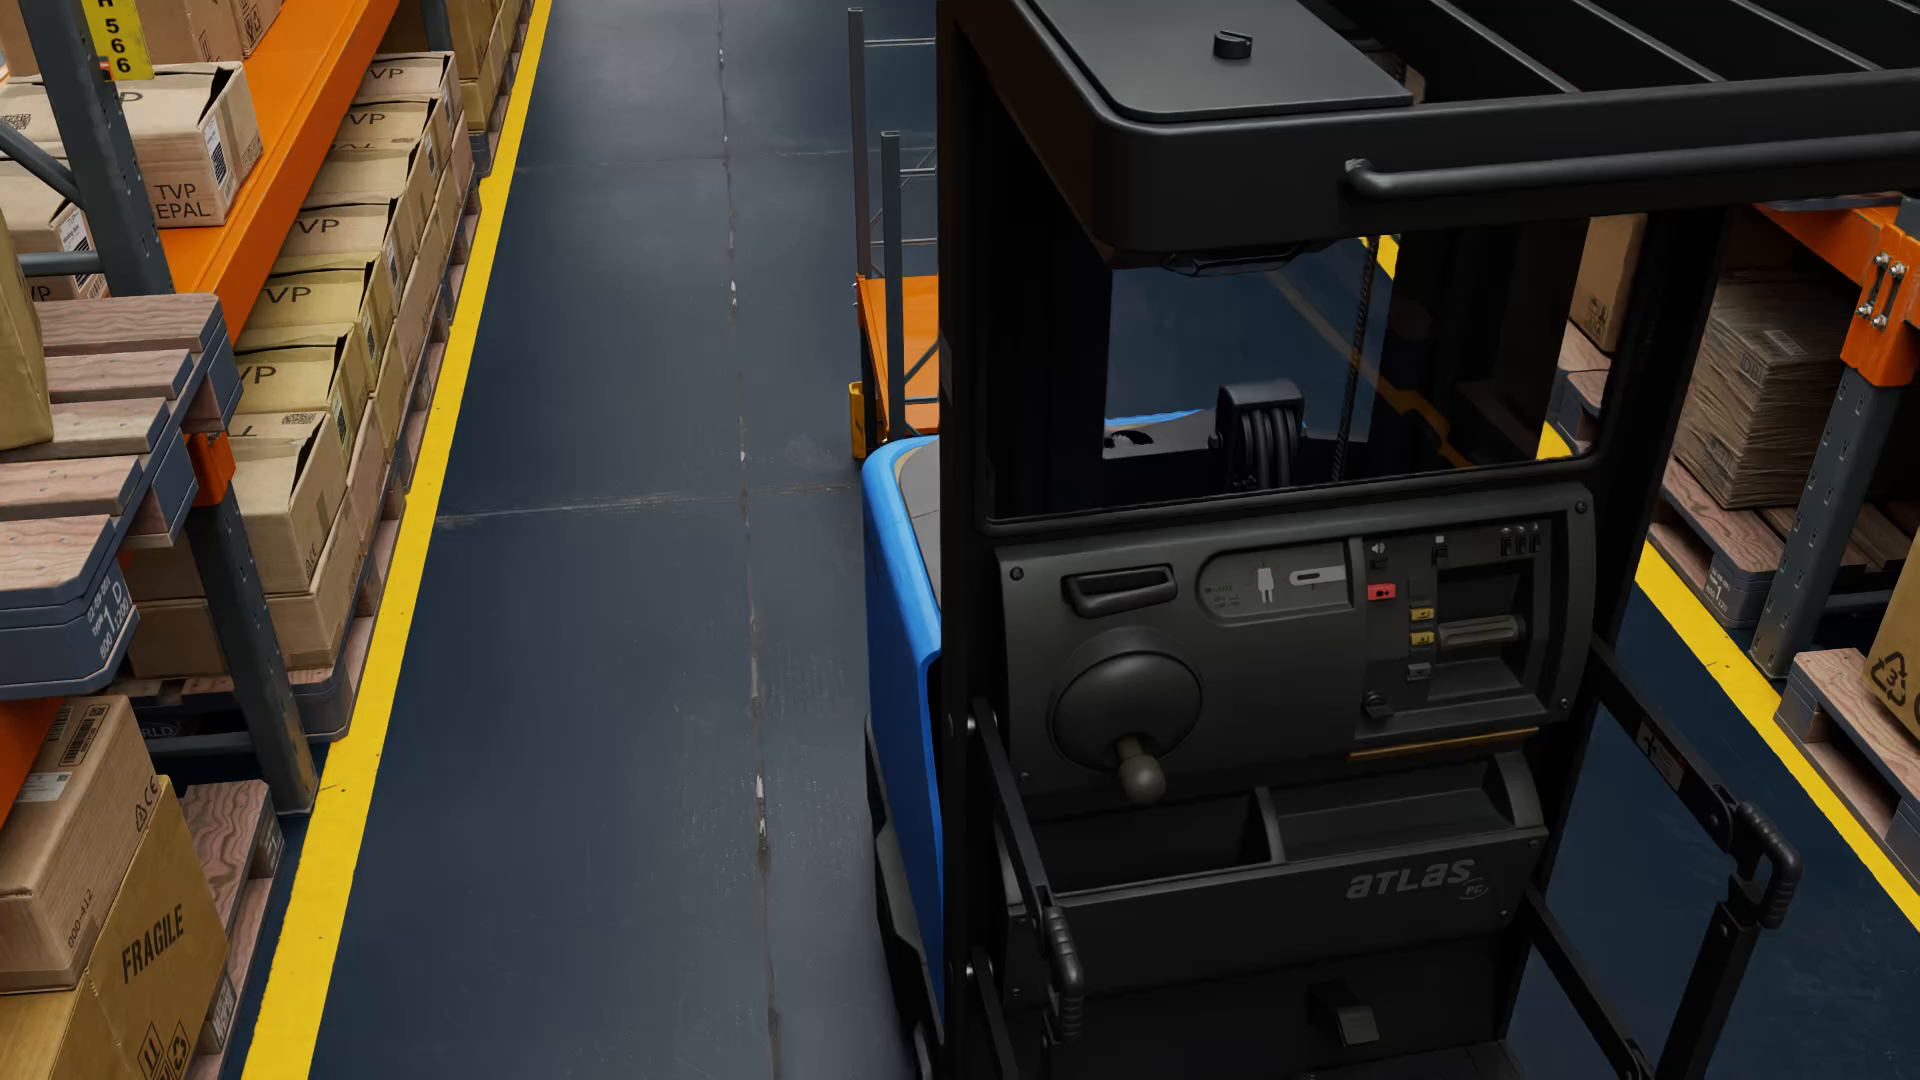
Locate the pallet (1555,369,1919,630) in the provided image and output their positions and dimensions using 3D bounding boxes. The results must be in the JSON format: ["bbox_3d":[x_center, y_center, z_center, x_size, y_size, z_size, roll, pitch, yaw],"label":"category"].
[{"bbox_3d":[2.654,-0.196,5.351,1.003,0.211,1.213,-4,35,-6],"label":"pallet"}]

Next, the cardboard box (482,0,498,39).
[{"bbox_3d":[-2.516,-2.675,7.915,0.500,0.500,0.500,-4,35,-6],"label":"cardboard box"}]

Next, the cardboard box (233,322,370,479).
[{"bbox_3d":[-2.009,-0.411,4.761,0.500,0.311,0.500,-5,35,-8],"label":"cardboard box"}]

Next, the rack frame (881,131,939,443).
[{"bbox_3d":[0.057,-0.384,4.481,0.500,1.500,0.032,-4,35,-6],"label":"rack frame"}]

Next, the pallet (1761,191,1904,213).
[{"bbox_3d":[2.556,-1.223,4.551,1.213,0.211,1.003,-4,35,-6],"label":"pallet"}]

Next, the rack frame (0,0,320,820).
[{"bbox_3d":[-2.151,-0.535,3.372,1.000,3.000,0.127,-4,35,-6],"label":"rack frame"}]

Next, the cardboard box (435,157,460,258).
[{"bbox_3d":[-2.279,-1.313,6.581,0.500,0.250,0.500,-5,35,-7],"label":"cardboard box"}]

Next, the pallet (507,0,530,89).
[{"bbox_3d":[-2.921,-2.744,9.089,1.003,0.211,1.213,-4,35,-6],"label":"pallet"}]

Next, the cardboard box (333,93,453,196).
[{"bbox_3d":[-2.274,-1.542,6.420,0.500,0.311,0.500,-3,34,-5],"label":"cardboard box"}]

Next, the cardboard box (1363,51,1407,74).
[{"bbox_3d":[2.118,-2.452,8.309,0.380,0.166,0.250,-9,35,-13],"label":"cardboard box"}]

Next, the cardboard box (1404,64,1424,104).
[{"bbox_3d":[2.335,-1.884,7.180,0.700,0.500,0.500,-3,34,-5],"label":"cardboard box"}]

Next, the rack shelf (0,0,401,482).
[{"bbox_3d":[-2.420,-1.354,5.212,1.077,0.370,4.000,-4,35,-6],"label":"rack shelf"}]

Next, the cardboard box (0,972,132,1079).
[{"bbox_3d":[-1.723,1.109,2.788,0.500,0.500,0.500,-6,35,-8],"label":"cardboard box"}]

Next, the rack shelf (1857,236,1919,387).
[{"bbox_3d":[3.027,0.501,2.490,1.077,0.370,4.000,-4,35,-6],"label":"rack shelf"}]

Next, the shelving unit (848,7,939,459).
[{"bbox_3d":[-0.010,-0.662,4.890,0.587,1.500,1.083,-4,35,-6],"label":"shelving unit"}]

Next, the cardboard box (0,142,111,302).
[{"bbox_3d":[-2.156,-0.705,3.699,0.500,0.311,0.500,-2,34,-3],"label":"cardboard box"}]

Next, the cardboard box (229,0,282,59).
[{"bbox_3d":[-2.463,-1.805,5.147,0.500,0.500,0.500,-4,35,-6],"label":"cardboard box"}]

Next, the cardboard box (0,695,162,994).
[{"bbox_3d":[-1.780,0.541,2.955,0.500,0.250,0.500,-3,34,-5],"label":"cardboard box"}]

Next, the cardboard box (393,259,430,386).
[{"bbox_3d":[-2.143,-0.743,5.746,0.500,0.250,0.500,-4,34,-5],"label":"cardboard box"}]

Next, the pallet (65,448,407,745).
[{"bbox_3d":[-2.223,0.155,4.835,1.003,0.211,1.213,-4,35,-6],"label":"pallet"}]

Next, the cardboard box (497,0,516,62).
[{"bbox_3d":[-2.575,-2.645,8.537,0.500,0.250,0.500,-4,35,-6],"label":"cardboard box"}]

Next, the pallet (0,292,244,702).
[{"bbox_3d":[-1.990,-0.083,2.878,1.213,0.211,1.003,-4,35,-6],"label":"pallet"}]

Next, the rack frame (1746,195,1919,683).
[{"bbox_3d":[2.758,-0.912,3.925,1.000,3.000,0.127,-4,35,-6],"label":"rack frame"}]

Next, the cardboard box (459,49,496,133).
[{"bbox_3d":[-2.451,-2.086,7.717,0.500,0.250,0.500,-4,35,-6],"label":"cardboard box"}]

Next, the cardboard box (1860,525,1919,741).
[{"bbox_3d":[2.726,0.223,3.796,0.750,0.750,0.750,-5,35,-7],"label":"cardboard box"}]

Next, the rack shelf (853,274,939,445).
[{"bbox_3d":[-0.011,-0.519,4.999,0.538,0.185,1.000,-4,35,-6],"label":"rack shelf"}]

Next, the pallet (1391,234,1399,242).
[{"bbox_3d":[2.326,-1.558,7.349,1.003,0.211,1.213,-4,35,-6],"label":"pallet"}]

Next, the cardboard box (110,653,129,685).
[{"bbox_3d":[-2.463,0.152,4.431,0.500,0.250,0.500,-4,34,-5],"label":"cardboard box"}]

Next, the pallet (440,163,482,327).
[{"bbox_3d":[-2.551,-1.207,6.833,1.003,0.211,1.213,-4,35,-6],"label":"pallet"}]

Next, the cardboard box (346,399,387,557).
[{"bbox_3d":[-1.999,-0.167,4.901,0.500,0.250,0.500,-5,35,-8],"label":"cardboard box"}]

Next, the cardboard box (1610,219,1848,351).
[{"bbox_3d":[2.655,-0.755,5.524,0.700,0.500,0.500,-4,35,-6],"label":"cardboard box"}]

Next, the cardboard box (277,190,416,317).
[{"bbox_3d":[-2.145,-0.983,5.599,0.500,0.311,0.500,-5,35,-7],"label":"cardboard box"}]

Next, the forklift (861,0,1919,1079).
[{"bbox_3d":[0.562,0.217,2.329,1.130,2.935,3.031,-6,35,-9],"label":"forklift"}]

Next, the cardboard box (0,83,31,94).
[{"bbox_3d":[-2.378,-1.139,4.480,0.380,0.149,0.250,-2,34,-3],"label":"cardboard box"}]
